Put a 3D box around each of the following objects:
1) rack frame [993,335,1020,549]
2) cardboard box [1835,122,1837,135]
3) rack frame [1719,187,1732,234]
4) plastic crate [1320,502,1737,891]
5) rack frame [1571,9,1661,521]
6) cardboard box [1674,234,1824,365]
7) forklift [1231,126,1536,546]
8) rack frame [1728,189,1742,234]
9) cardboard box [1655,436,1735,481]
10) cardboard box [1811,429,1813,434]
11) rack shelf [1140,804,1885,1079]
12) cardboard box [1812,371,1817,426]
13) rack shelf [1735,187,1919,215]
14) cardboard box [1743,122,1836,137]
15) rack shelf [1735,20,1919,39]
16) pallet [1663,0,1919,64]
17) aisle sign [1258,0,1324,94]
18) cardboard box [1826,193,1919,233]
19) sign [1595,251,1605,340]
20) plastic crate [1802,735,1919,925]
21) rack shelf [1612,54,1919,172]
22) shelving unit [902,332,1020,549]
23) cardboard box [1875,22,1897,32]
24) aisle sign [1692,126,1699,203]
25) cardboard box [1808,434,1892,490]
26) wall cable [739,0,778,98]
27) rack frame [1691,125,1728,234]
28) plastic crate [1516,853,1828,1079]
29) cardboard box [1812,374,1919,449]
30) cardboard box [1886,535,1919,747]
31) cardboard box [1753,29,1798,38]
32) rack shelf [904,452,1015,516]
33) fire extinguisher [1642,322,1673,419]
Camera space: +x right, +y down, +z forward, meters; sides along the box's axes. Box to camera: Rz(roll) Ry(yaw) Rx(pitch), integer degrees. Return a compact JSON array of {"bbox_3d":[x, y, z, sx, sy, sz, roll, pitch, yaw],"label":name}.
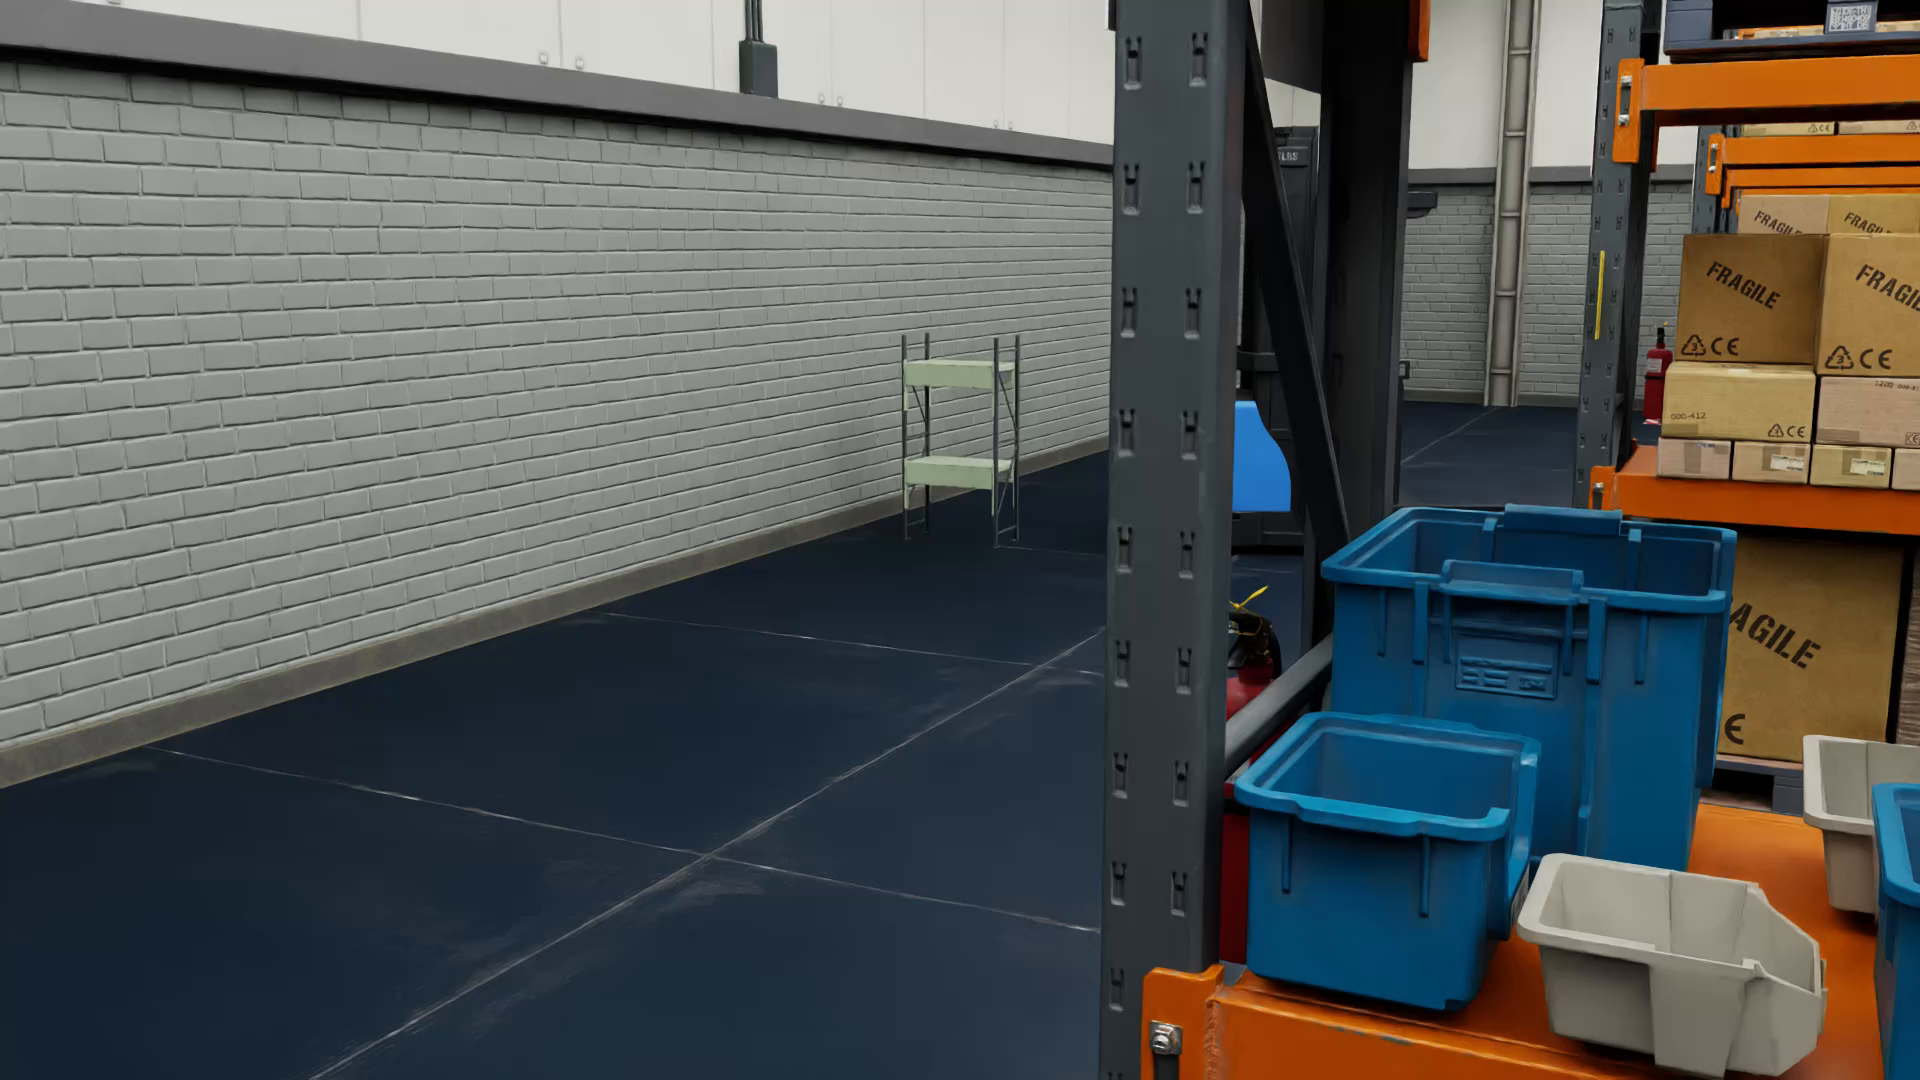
[{"bbox_3d":[0.334,-0.709,11.934,0.023,1.500,0.400,5,11,26],"label":"rack frame"},{"bbox_3d":[5.446,-2.728,10.881,0.500,0.250,0.500,5,11,25],"label":"cardboard box"},{"bbox_3d":[7.020,-2.118,15.512,0.127,3.000,1.000,5,11,26],"label":"rack frame"},{"bbox_3d":[0.827,0.205,2.407,0.499,0.435,0.616,5,11,26],"label":"plastic crate"},{"bbox_3d":[2.636,-0.536,6.767,0.127,3.000,1.000,5,11,26],"label":"rack frame"},{"bbox_3d":[3.189,-0.981,6.707,0.500,0.500,0.500,5,11,27],"label":"cardboard box"},{"bbox_3d":[2.773,-1.425,11.874,3.031,2.935,1.130,0,10,2],"label":"forklift"},{"bbox_3d":[9.213,-2.911,19.894,0.127,3.000,1.000,5,11,26],"label":"rack frame"},{"bbox_3d":[2.808,-0.331,6.344,0.250,0.149,0.380,5,11,26],"label":"cardboard box"},{"bbox_3d":[3.560,-0.396,6.702,0.250,0.149,0.380,5,11,26],"label":"cardboard box"},{"bbox_3d":[2.238,0.767,1.589,4.000,0.370,1.077,5,11,26],"label":"rack shelf"},{"bbox_3d":[3.642,-0.572,6.556,0.500,0.250,0.500,5,11,25],"label":"cardboard box"},{"bbox_3d":[11.007,-3.876,18.820,4.000,0.370,1.077,5,11,26],"label":"rack shelf"},{"bbox_3d":[5.210,-2.646,10.425,0.500,0.250,0.500,5,12,28],"label":"cardboard box"},{"bbox_3d":[8.814,-4.362,14.207,4.000,0.370,1.077,5,11,26],"label":"rack shelf"},{"bbox_3d":[3.305,-1.911,6.194,1.213,0.211,1.003,5,11,26],"label":"pallet"},{"bbox_3d":[0.509,-1.076,2.455,0.004,0.787,0.394,5,11,26],"label":"aisle sign"},{"bbox_3d":[5.661,-1.891,10.332,0.500,0.500,0.500,5,12,27],"label":"cardboard box"},{"bbox_3d":[2.385,-0.912,6.196,0.005,0.325,0.100,5,11,26],"label":"sign"},{"bbox_3d":[1.255,0.391,2.219,0.243,0.136,0.396,5,11,26],"label":"plastic crate"},{"bbox_3d":[4.429,-1.500,5.693,4.000,0.370,1.077,5,11,26],"label":"rack shelf"},{"bbox_3d":[0.006,-0.737,12.094,0.755,1.500,0.431,5,11,26],"label":"shelving unit"},{"bbox_3d":[5.542,-3.046,10.115,0.250,0.149,0.380,5,11,26],"label":"cardboard box"},{"bbox_3d":[4.723,-2.557,10.635,0.004,0.787,0.394,5,11,26],"label":"aisle sign"},{"bbox_3d":[3.268,-0.291,6.122,0.250,0.149,0.380,5,11,24],"label":"cardboard box"},{"bbox_3d":[-0.910,-6.067,11.450,0.120,5.999,2.277,5,11,26],"label":"wall cable"},{"bbox_3d":[4.921,-1.320,11.100,0.127,3.000,1.000,5,11,26],"label":"rack frame"},{"bbox_3d":[0.771,0.466,1.804,0.298,0.136,0.250,5,11,26],"label":"plastic crate"},{"bbox_3d":[3.416,-0.487,6.086,0.500,0.250,0.500,5,11,25],"label":"cardboard box"},{"bbox_3d":[4.061,0.413,6.314,0.875,0.875,0.875,5,11,26],"label":"cardboard box"},{"bbox_3d":[5.111,-3.102,10.424,0.250,0.149,0.380,5,11,25],"label":"cardboard box"},{"bbox_3d":[0.006,-0.417,12.152,0.720,0.370,0.431,5,11,26],"label":"rack shelf"},{"bbox_3d":[4.899,-1.192,11.657,0.183,0.674,0.296,5,11,26],"label":"fire extinguisher"}]
